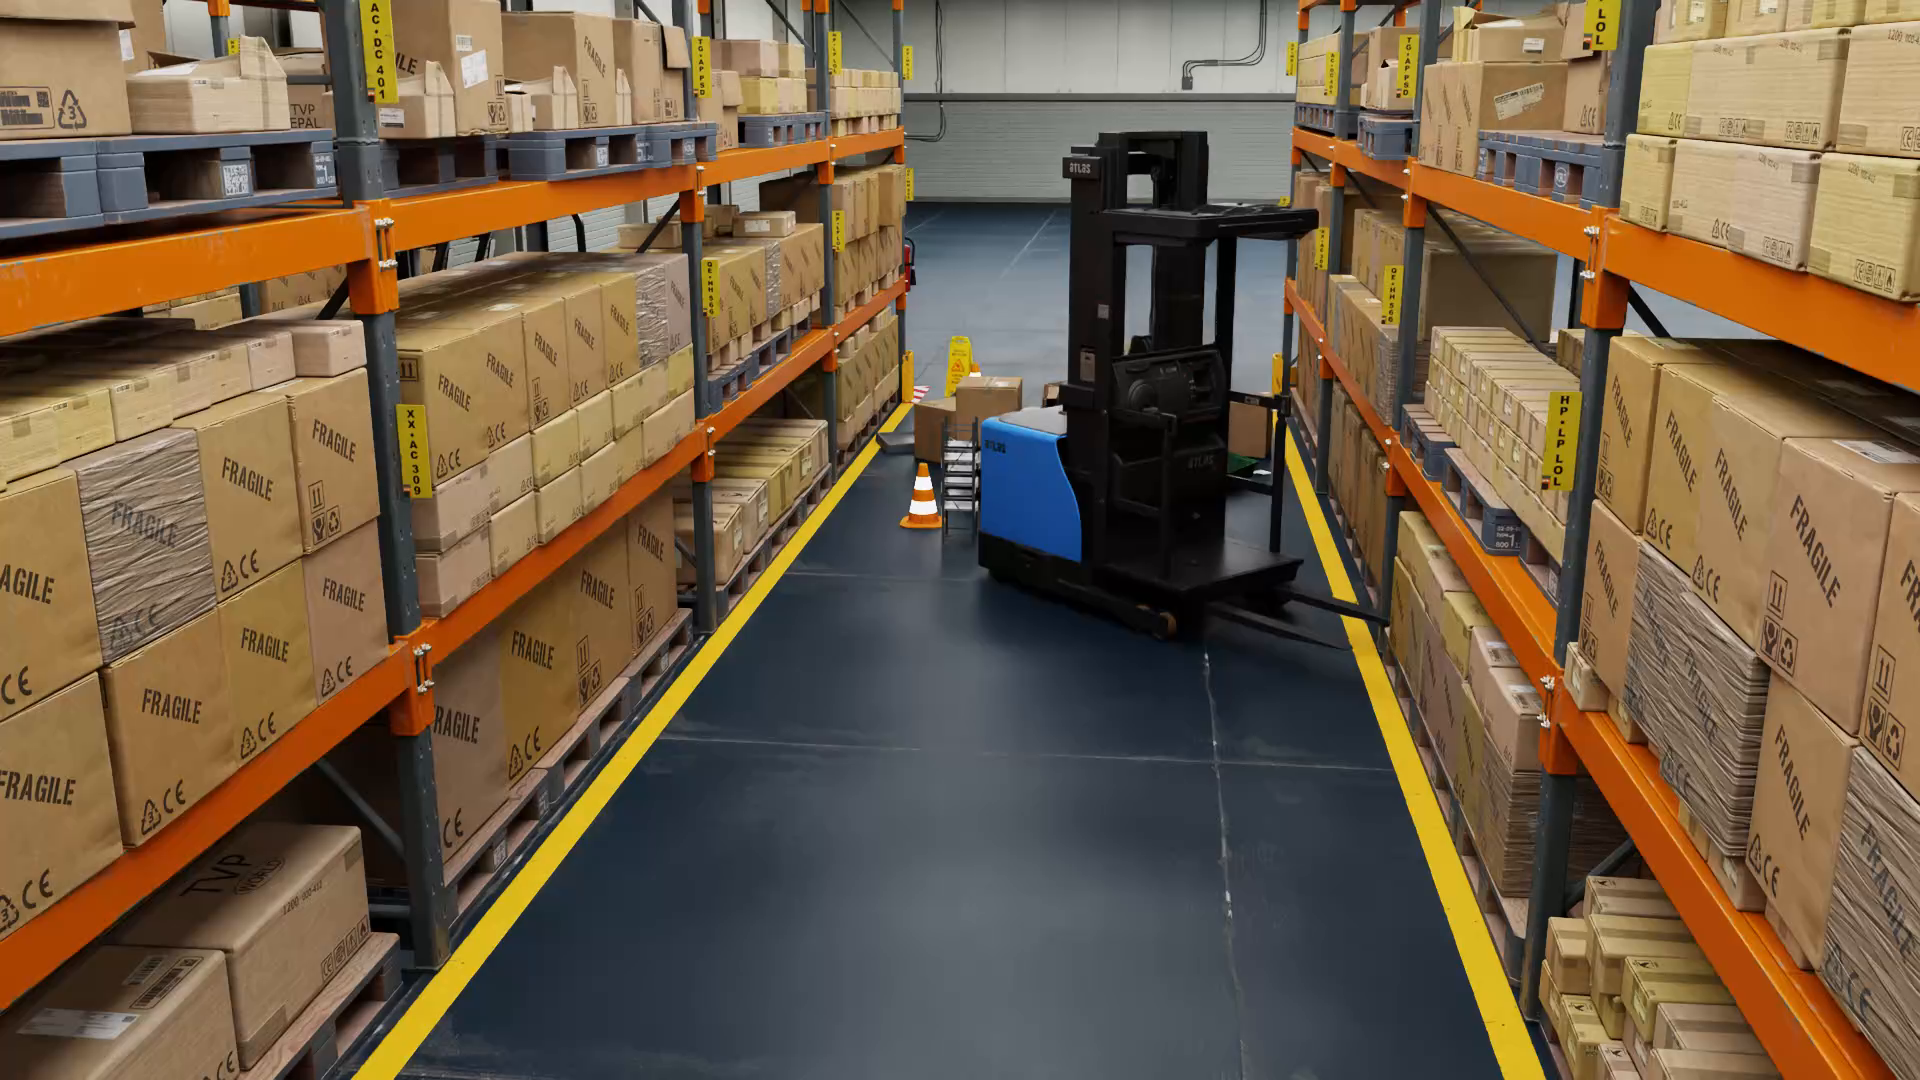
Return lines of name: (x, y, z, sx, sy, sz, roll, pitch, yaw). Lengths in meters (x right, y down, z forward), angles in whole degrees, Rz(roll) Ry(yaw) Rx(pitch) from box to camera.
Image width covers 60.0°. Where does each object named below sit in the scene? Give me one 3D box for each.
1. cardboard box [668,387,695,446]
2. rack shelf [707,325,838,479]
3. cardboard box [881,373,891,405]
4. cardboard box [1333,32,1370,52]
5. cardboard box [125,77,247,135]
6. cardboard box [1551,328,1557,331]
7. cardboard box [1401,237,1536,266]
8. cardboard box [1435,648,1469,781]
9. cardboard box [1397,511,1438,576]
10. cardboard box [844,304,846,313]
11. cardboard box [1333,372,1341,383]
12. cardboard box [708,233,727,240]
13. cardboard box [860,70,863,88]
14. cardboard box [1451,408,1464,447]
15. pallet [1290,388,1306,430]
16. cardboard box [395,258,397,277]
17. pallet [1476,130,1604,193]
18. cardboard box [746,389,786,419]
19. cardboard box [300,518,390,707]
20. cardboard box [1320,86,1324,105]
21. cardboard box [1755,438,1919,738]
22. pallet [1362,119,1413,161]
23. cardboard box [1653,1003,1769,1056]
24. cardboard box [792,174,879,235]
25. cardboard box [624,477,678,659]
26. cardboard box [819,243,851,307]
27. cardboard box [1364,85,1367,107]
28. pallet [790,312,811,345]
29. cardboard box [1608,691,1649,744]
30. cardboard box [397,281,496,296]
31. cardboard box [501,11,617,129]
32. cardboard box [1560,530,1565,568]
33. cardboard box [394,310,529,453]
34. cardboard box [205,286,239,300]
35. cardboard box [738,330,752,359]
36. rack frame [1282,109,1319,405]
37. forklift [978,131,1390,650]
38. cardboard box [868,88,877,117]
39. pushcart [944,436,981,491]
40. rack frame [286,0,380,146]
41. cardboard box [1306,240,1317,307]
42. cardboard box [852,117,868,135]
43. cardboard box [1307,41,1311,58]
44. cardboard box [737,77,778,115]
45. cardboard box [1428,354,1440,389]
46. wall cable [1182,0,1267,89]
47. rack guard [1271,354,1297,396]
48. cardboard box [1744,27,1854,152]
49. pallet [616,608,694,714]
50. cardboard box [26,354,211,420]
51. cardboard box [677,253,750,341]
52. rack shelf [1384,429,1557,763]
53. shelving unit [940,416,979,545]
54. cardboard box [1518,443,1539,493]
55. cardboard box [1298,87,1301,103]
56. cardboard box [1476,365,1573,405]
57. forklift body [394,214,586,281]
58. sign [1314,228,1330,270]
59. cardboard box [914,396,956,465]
cardboard box: (-1.781, -0.691, 9.257, 0.500, 0.250, 0.500, 1, 15, 4)
rack shelf: (-1.756, -1.073, 11.763, 1.077, 0.370, 4.000, 2, 15, 6)
cardboard box: (-0.969, -1.500, 16.428, 0.500, 0.250, 0.500, 2, 15, 6)
cardboard box: (3.124, -3.887, 13.000, 0.380, 0.149, 0.250, 2, 15, 6)
cardboard box: (-2.217, -1.199, 4.587, 0.380, 0.149, 0.250, 2, 15, 8)
cardboard box: (3.321, -1.071, 10.185, 0.500, 0.500, 0.500, 2, 15, 6)
cardboard box: (3.064, -1.561, 10.080, 0.700, 0.500, 0.500, 1, 15, 5)
cardboard box: (2.450, 0.794, 7.464, 0.500, 0.500, 0.500, 1, 15, 5)
cardboard box: (2.630, 0.031, 8.847, 0.500, 0.250, 0.500, 1, 15, 4)
cardboard box: (-1.200, -2.027, 14.394, 0.380, 0.149, 0.250, 2, 15, 6)
cardboard box: (3.540, -1.158, 13.964, 0.875, 0.875, 0.875, 2, 15, 7)
cardboard box: (-1.994, -1.963, 12.109, 0.500, 0.500, 0.500, 2, 15, 6)
cardboard box: (-1.077, -4.129, 14.892, 0.380, 0.149, 0.250, 2, 15, 7)
cardboard box: (2.608, -0.544, 8.104, 0.380, 0.149, 0.250, 2, 15, 9)
pallet: (3.838, -1.301, 16.571, 1.003, 0.211, 1.213, 2, 15, 6)
cardboard box: (-5.931, -2.768, 16.460, 0.500, 0.500, 0.500, 1, 15, 5)
pallet: (2.786, -1.528, 6.681, 1.213, 0.211, 1.003, 2, 15, 6)
cardboard box: (-1.730, -1.338, 14.391, 0.500, 0.500, 0.500, 1, 15, 5)
cardboard box: (-2.232, 0.215, 5.429, 0.500, 0.500, 0.500, 2, 15, 7)
cardboard box: (3.208, -3.700, 13.838, 0.380, 0.149, 0.250, 2, 15, 6)
cardboard box: (2.013, 0.088, 3.412, 0.500, 0.500, 0.500, 1, 15, 4)
pallet: (2.968, -2.308, 9.565, 1.213, 0.211, 1.003, 2, 15, 9)
cardboard box: (2.176, 1.430, 4.646, 0.380, 0.149, 0.250, 1, 15, 5)
cardboard box: (-1.102, -2.983, 14.770, 0.700, 0.500, 0.500, 1, 15, 5)
cardboard box: (-2.142, 0.098, 9.320, 0.875, 0.875, 0.875, 2, 15, 6)
cardboard box: (-1.204, -2.237, 13.927, 0.500, 0.500, 0.500, 2, 15, 6)
cardboard box: (2.983, -3.042, 11.403, 0.380, 0.149, 0.250, 2, 15, 6)
pallet: (-1.761, -1.653, 12.895, 1.003, 0.211, 1.213, 2, 15, 6)
cardboard box: (2.184, 0.509, 5.013, 0.380, 0.149, 0.250, 2, 15, 8)
cardboard box: (-2.461, -0.919, 7.706, 0.500, 0.500, 0.500, 2, 15, 7)
cardboard box: (-1.893, -2.135, 7.569, 0.500, 0.500, 0.500, 2, 15, 7)
cardboard box: (2.345, 0.065, 5.852, 0.380, 0.149, 0.250, 1, 15, 5)
cardboard box: (-2.068, -0.634, 6.652, 0.500, 0.500, 0.500, 2, 15, 6)
cardboard box: (-6.264, -2.119, 13.580, 0.500, 0.250, 0.500, 1, 15, 5)
cardboard box: (-1.567, -1.275, 10.807, 0.380, 0.149, 0.250, 2, 15, 7)
rack frame: (3.851, -2.857, 16.982, 1.000, 3.000, 0.127, 2, 15, 6)
forklift: (1.433, -0.964, 10.113, 1.130, 2.935, 3.031, -12, 19, -37)
cardboard box: (-1.036, -3.959, 15.028, 0.500, 0.250, 0.500, 2, 15, 7)
pushcart: (0.741, -0.619, 13.730, 1.648, 0.377, 0.936, -4, 16, -13)
rack frame: (-2.433, -2.760, 5.131, 1.000, 3.000, 0.127, 2, 15, 6)
cardboard box: (3.607, -2.409, 15.035, 0.875, 0.550, 0.500, 2, 15, 6)
cardboard box: (-1.019, -3.671, 14.728, 0.380, 0.149, 0.250, 1, 15, 5)
cardboard box: (3.381, -4.479, 15.191, 0.380, 0.149, 0.250, 1, 15, 5)
cardboard box: (-1.573, -3.099, 11.611, 0.500, 0.250, 0.500, 2, 15, 7)
cardboard box: (2.694, -0.888, 8.806, 0.380, 0.149, 0.250, 2, 15, 9)
wall cable: (7.477, -15.728, 46.572, 2.305, 6.003, 0.169, 2, 15, 6)
rack guard: (3.853, -1.657, 17.331, 1.175, 0.500, 0.348, 2, 15, 6)
cardboard box: (2.072, -0.985, 3.641, 0.500, 0.250, 0.500, 2, 15, 7)
pallet: (-2.146, 0.646, 9.367, 1.003, 0.211, 1.213, 2, 15, 6)
cardboard box: (-2.338, -0.424, 4.632, 0.380, 0.149, 0.250, 2, 15, 6)
cardboard box: (-1.649, -1.542, 10.551, 0.500, 0.500, 0.500, 2, 15, 9)
rack shelf: (2.722, 0.084, 7.484, 1.077, 0.370, 4.000, 2, 15, 6)
shelving unit: (-0.001, -0.432, 12.037, 0.258, 0.900, 0.210, 2, 15, 6)
cardboard box: (2.431, -0.283, 6.568, 0.380, 0.149, 0.250, 1, 15, 4)
cardboard box: (3.465, -4.289, 16.017, 0.380, 0.149, 0.250, 2, 15, 7)
cardboard box: (2.557, -0.696, 7.526, 0.380, 0.149, 0.250, 2, 15, 8)
forklift body: (-4.413, -2.167, 16.055, 2.313, 2.155, 1.214, 2, 15, 6)
sign: (2.848, -2.292, 13.081, 0.100, 0.325, 0.005, 2, 15, 6)
cardboard box: (-0.058, -0.972, 14.793, 0.500, 0.500, 0.500, -14, 20, -42)
